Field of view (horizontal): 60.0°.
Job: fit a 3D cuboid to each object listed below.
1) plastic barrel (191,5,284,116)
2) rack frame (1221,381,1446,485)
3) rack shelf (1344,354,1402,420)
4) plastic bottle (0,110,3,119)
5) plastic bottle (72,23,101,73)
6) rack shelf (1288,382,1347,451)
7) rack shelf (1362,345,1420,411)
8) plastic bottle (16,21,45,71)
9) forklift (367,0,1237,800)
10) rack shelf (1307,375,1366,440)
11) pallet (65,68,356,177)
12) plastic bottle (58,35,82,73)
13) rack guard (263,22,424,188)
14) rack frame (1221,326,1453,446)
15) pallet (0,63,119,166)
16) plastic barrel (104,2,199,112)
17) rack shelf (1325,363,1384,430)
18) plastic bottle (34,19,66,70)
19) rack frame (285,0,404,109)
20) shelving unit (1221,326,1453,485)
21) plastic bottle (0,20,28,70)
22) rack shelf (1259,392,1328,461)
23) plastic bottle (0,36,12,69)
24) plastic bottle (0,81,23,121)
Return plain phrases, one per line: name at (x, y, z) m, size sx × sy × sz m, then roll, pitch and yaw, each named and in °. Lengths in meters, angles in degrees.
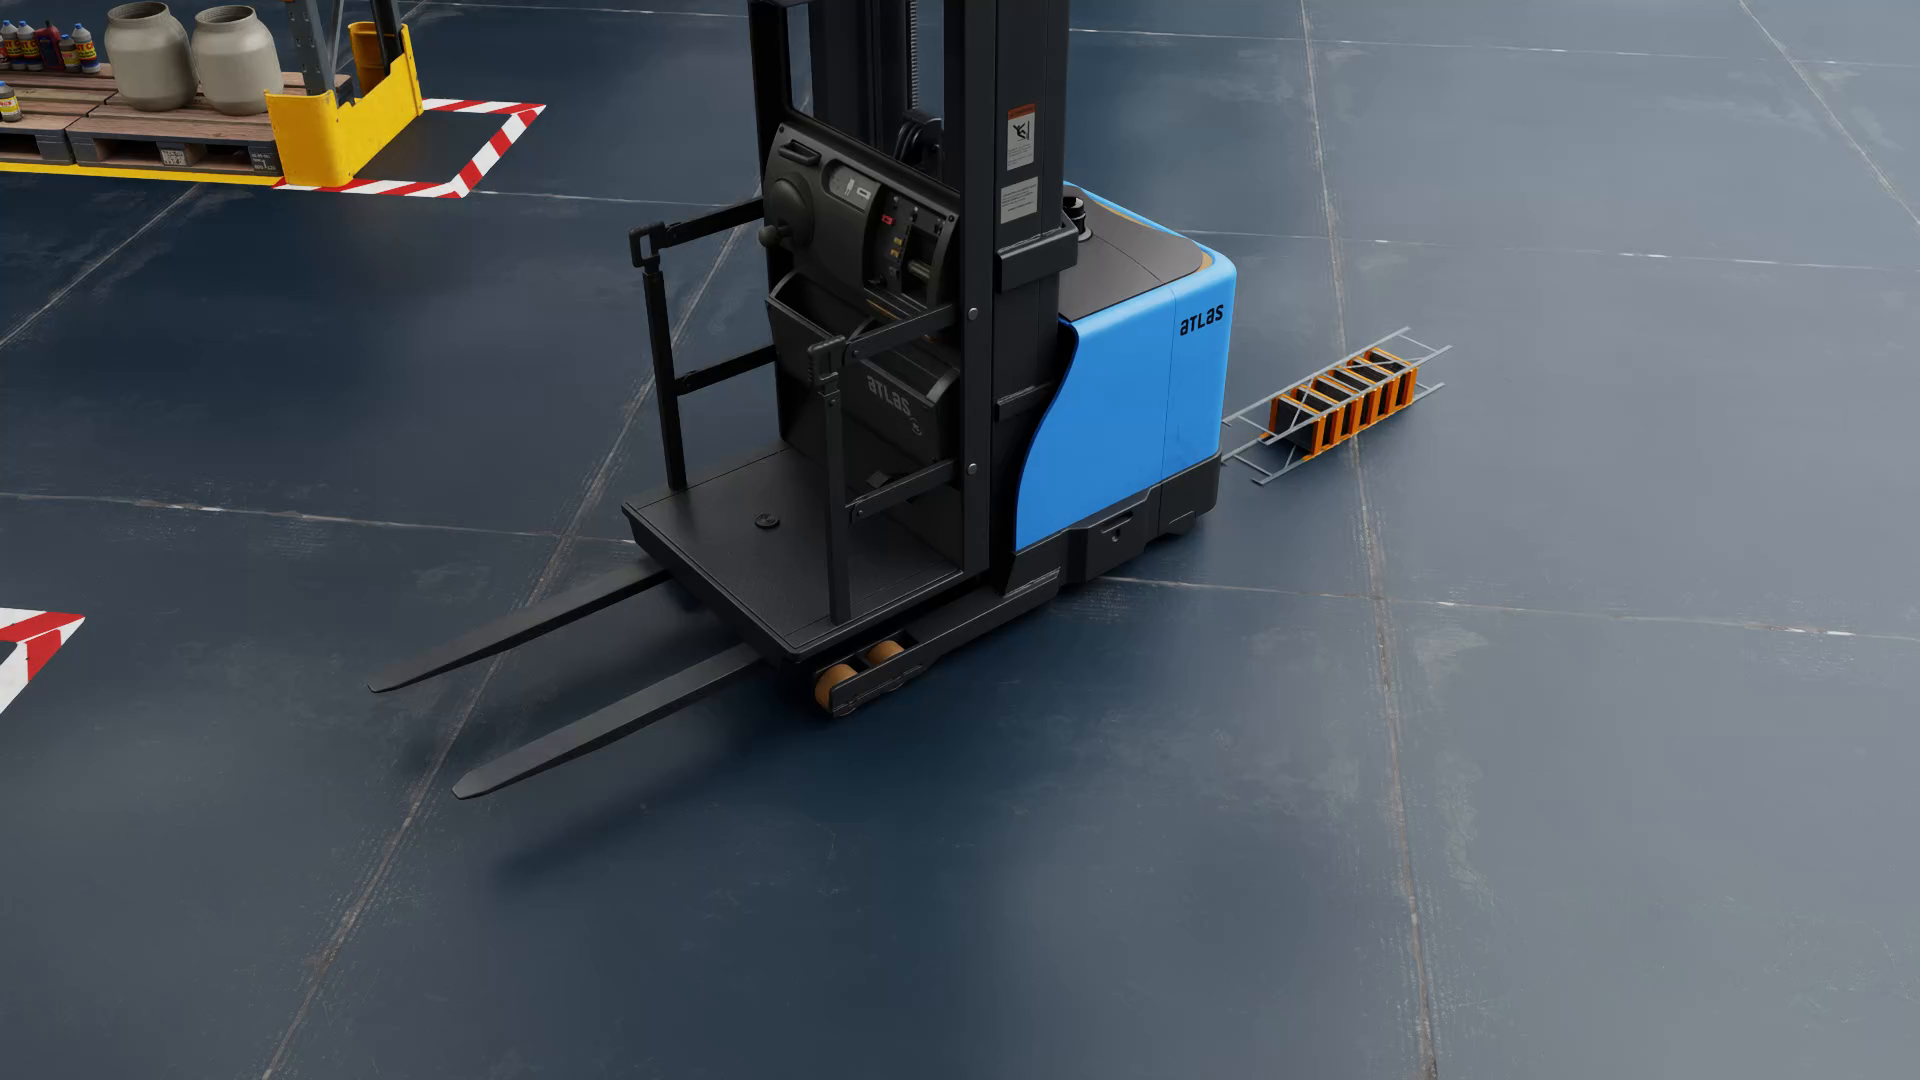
plastic barrel at (-3.975, -2.634, 9.139) m, size 0.421 × 0.512 × 0.421 m, roll 0°, pitch 36°, yaw 0°
rack frame at (1.564, -0.497, 6.937) m, size 1.200 × 0.006 × 0.240 m, roll -27°, pitch 43°, yaw -32°
rack shelf at (1.712, -0.645, 6.987) m, size 0.103 × 0.180 × 0.258 m, roll -27°, pitch 43°, yaw -32°
plastic bottle at (-5.308, -2.426, 9.027) m, size 0.133 × 0.283 × 0.061 m, roll 5°, pitch 36°, yaw 7°
plastic bottle at (-5.071, -2.854, 9.636) m, size 0.097 × 0.271 × 0.097 m, roll 0°, pitch 36°, yaw 0°
rack shelf at (1.440, -0.509, 6.796) m, size 0.103 × 0.180 × 0.258 m, roll -27°, pitch 43°, yaw -32°
rack shelf at (1.803, -0.691, 7.051) m, size 0.103 × 0.180 × 0.258 m, roll -27°, pitch 43°, yaw -32°
plastic bottle at (-5.411, -2.879, 9.672) m, size 0.097 × 0.271 × 0.097 m, roll 0°, pitch 36°, yaw 0°
forklift at (-0.485, -0.965, 5.079) m, size 3.031 × 2.935 × 1.130 m, roll -25°, pitch 43°, yaw -31°
rack shelf at (1.531, -0.554, 6.860) m, size 0.103 × 0.180 × 0.258 m, roll -27°, pitch 43°, yaw -32°
pallet at (-4.199, -2.378, 9.400) m, size 1.213 × 0.211 × 1.003 m, roll 4°, pitch 36°, yaw 6°
plastic bottle at (-5.173, -2.833, 9.667) m, size 0.097 × 0.201 × 0.097 m, roll 0°, pitch 36°, yaw 0°
rack guard at (-3.393, -2.432, 9.228) m, size 0.348 × 0.500 × 1.175 m, roll 4°, pitch 36°, yaw 6°
rack frame at (1.564, -0.646, 6.830) m, size 1.200 × 0.006 × 0.240 m, roll -27°, pitch 43°, yaw -32°
pallet at (-5.405, -2.470, 9.529) m, size 1.213 × 0.211 × 1.003 m, roll 4°, pitch 36°, yaw 6°
plastic barrel at (-4.472, -2.671, 9.191) m, size 0.421 × 0.512 × 0.421 m, roll 0°, pitch 36°, yaw 0°
rack shelf at (1.621, -0.600, 6.924) m, size 0.103 × 0.180 × 0.258 m, roll -27°, pitch 43°, yaw -32°
plastic bottle at (-5.293, -2.886, 9.671) m, size 0.133 × 0.283 × 0.061 m, roll 5°, pitch 36°, yaw 7°
rack frame at (-3.312, -3.471, 8.532) m, size 0.127 × 3.000 × 1.000 m, roll 4°, pitch 36°, yaw 6°
shelving unit at (1.564, -0.571, 6.883) m, size 1.200 × 0.189 × 0.258 m, roll -27°, pitch 43°, yaw -32°
plastic bottle at (-5.510, -2.886, 9.682) m, size 0.097 × 0.271 × 0.097 m, roll 0°, pitch 36°, yaw 0°
rack shelf at (1.349, -0.463, 6.732) m, size 0.103 × 0.180 × 0.258 m, roll -27°, pitch 43°, yaw -32°
plastic bottle at (-5.608, -2.865, 9.713) m, size 0.097 × 0.201 × 0.097 m, roll 0°, pitch 36°, yaw 0°
plastic bottle at (-5.190, -2.395, 9.053) m, size 0.097 × 0.201 × 0.097 m, roll 0°, pitch 36°, yaw 0°
